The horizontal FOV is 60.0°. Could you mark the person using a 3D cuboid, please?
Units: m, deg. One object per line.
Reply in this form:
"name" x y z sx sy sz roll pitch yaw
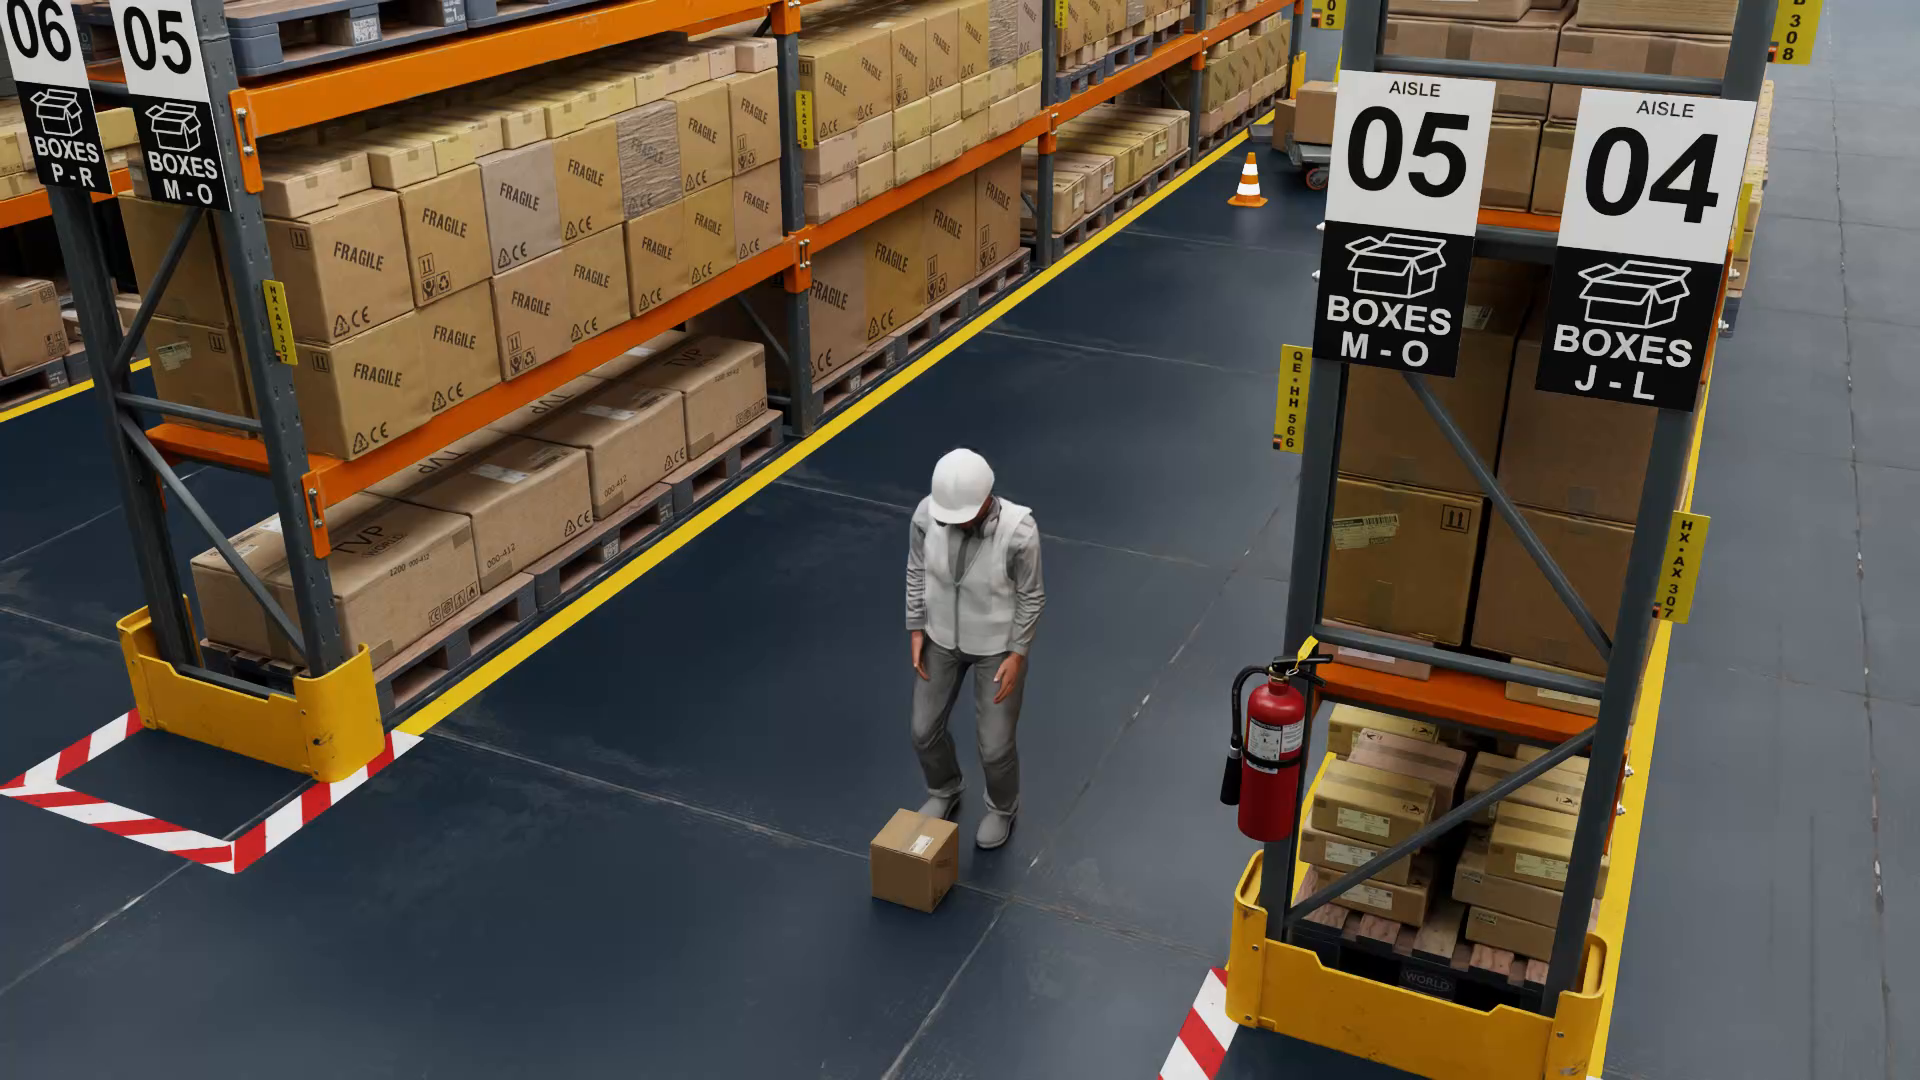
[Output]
"person" 0.055 0.396 6.369 0.567 1.695 0.516 12 28 23
